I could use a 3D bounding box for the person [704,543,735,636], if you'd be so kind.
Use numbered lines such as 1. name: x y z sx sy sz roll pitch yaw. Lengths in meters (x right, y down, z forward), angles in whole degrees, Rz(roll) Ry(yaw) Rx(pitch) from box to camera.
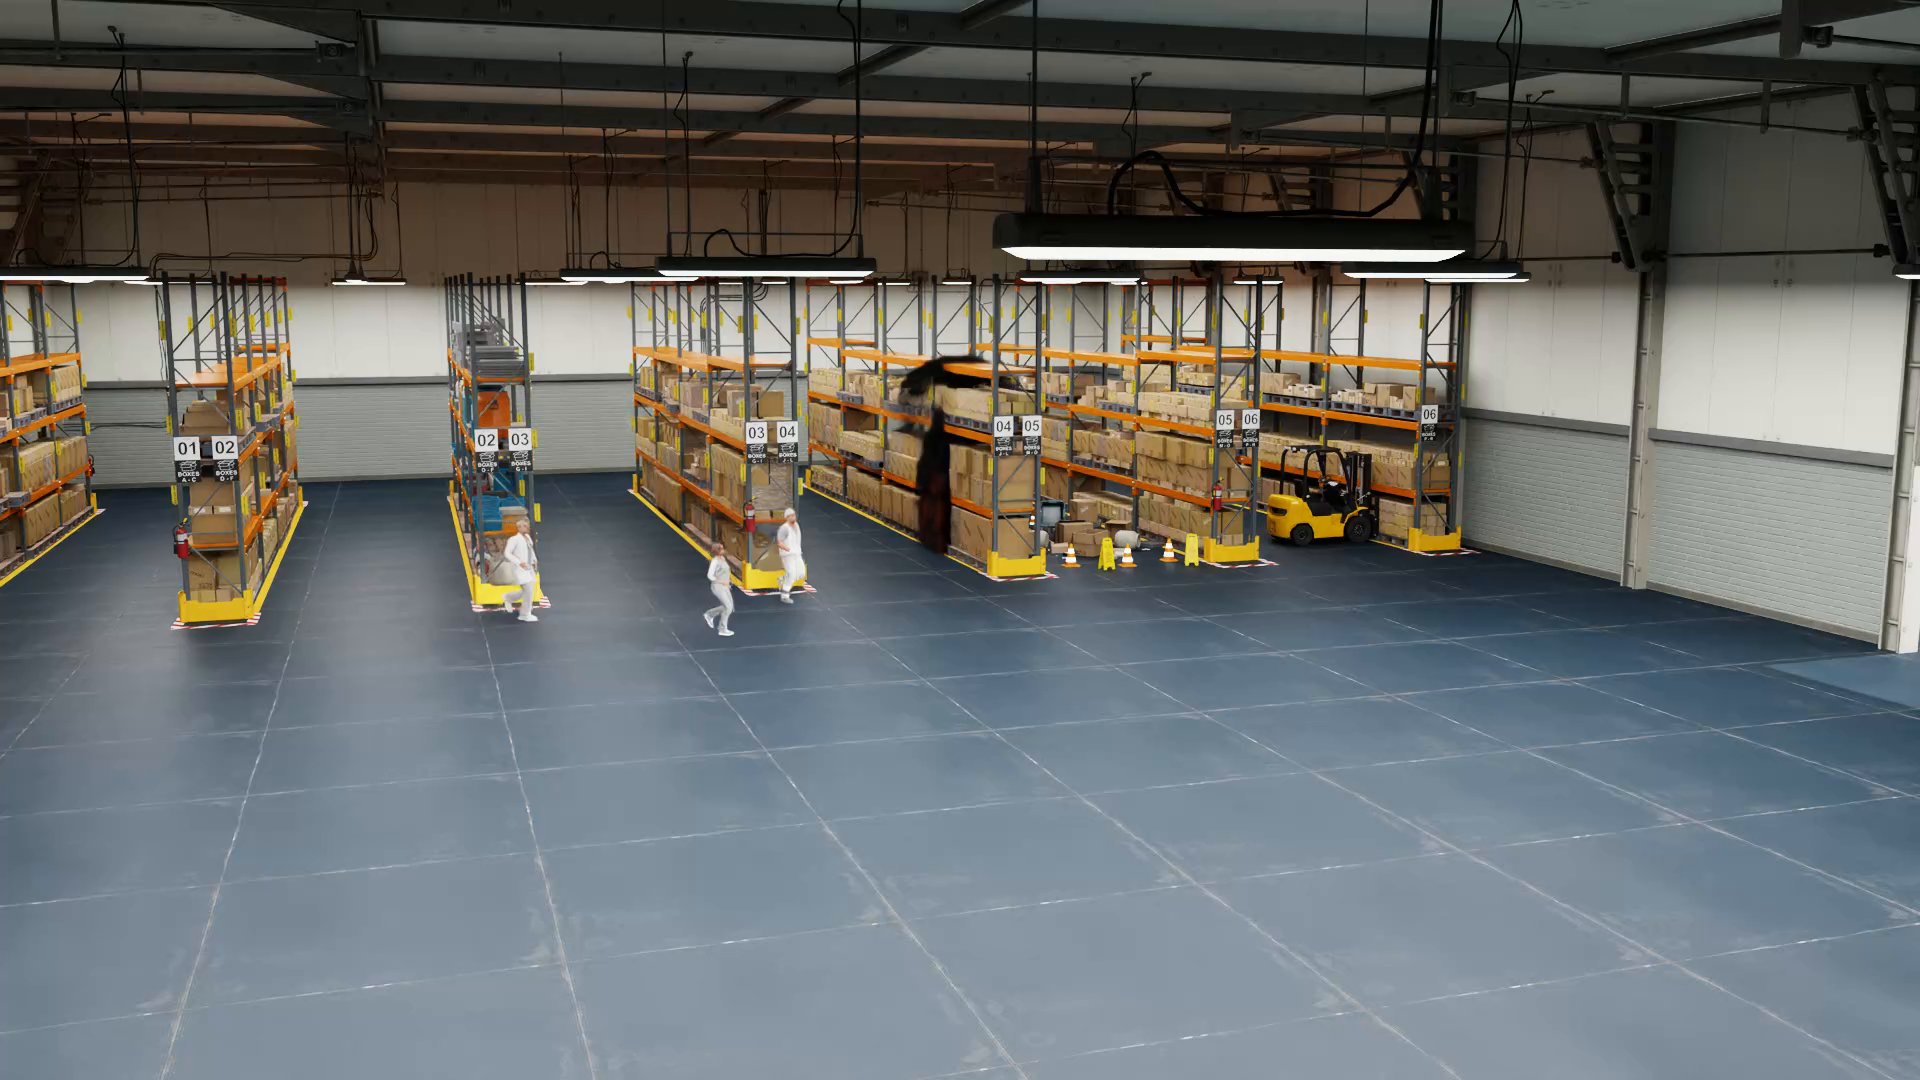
1. person: -4.018 0.812 27.581 0.567 1.548 0.535 2 9 13

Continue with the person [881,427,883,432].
1. person: -2.252 -2.479 48.678 0.592 1.648 1.075 -5 10 -31

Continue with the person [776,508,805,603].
1. person: -3.101 0.279 30.515 0.666 1.743 0.691 5 10 31

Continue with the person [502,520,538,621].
1. person: -7.684 0.525 29.006 0.747 1.749 0.754 3 9 18
